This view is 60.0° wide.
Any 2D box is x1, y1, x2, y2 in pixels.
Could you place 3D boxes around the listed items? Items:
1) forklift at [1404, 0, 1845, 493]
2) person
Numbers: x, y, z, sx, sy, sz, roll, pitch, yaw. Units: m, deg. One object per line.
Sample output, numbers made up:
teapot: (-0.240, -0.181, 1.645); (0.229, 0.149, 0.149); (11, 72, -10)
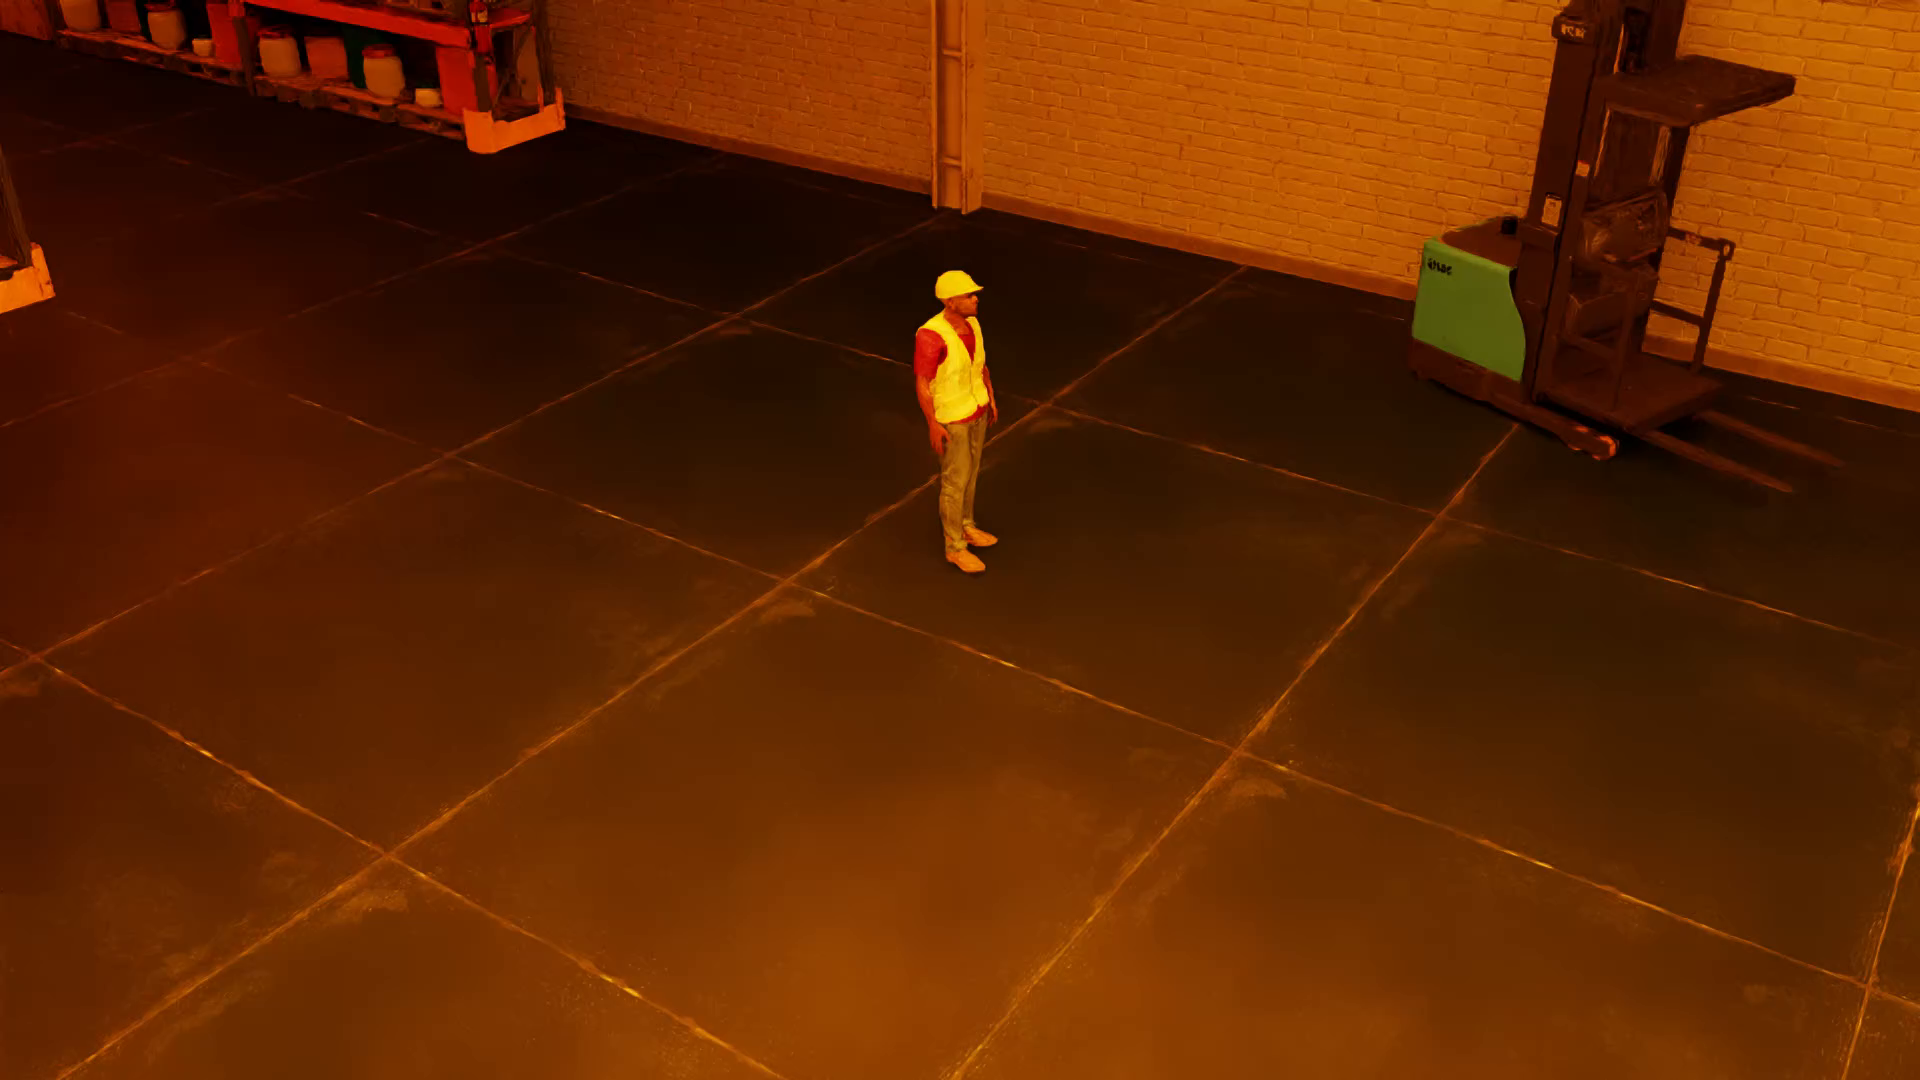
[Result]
forklift: (4.657, -2.092, 11.183); (1.130, 2.935, 3.031); (-20, 36, -31)
person: (0.055, -0.748, 10.015); (0.576, 1.766, 0.665); (19, 35, 29)
